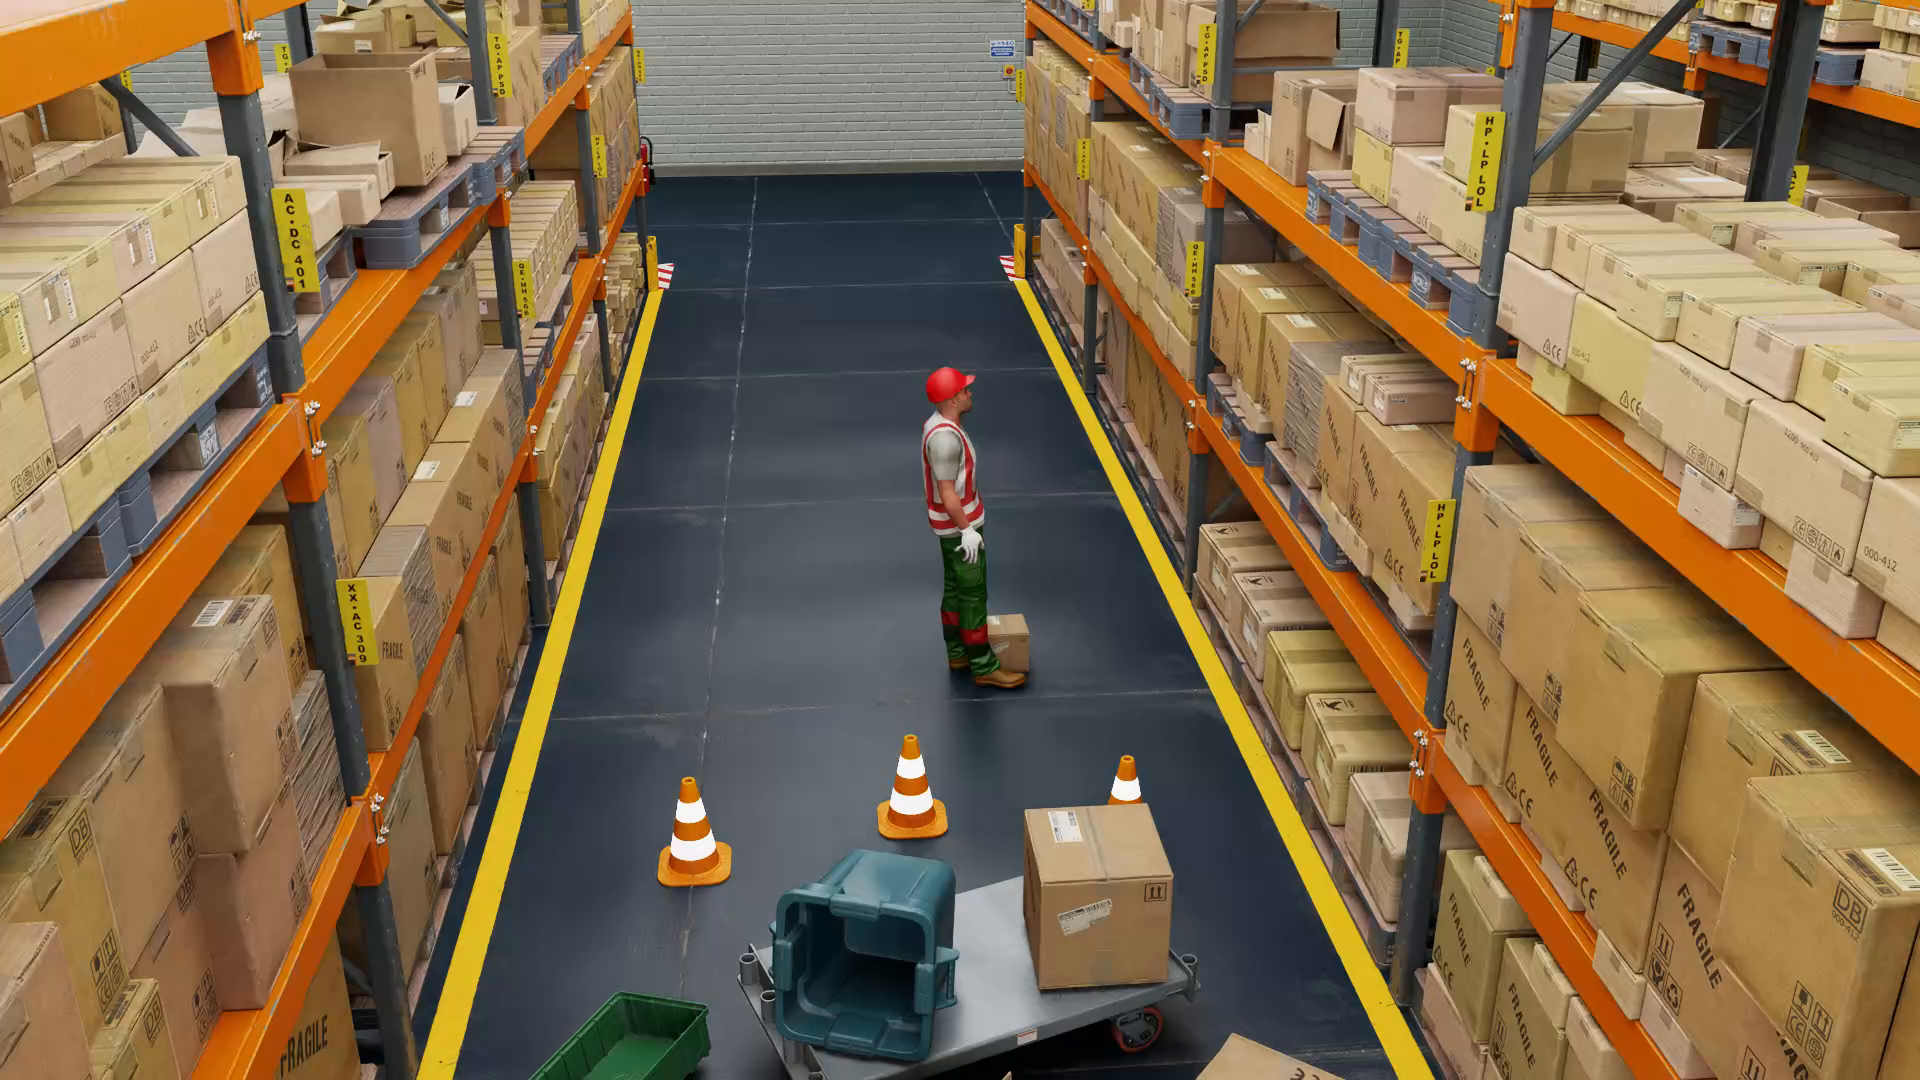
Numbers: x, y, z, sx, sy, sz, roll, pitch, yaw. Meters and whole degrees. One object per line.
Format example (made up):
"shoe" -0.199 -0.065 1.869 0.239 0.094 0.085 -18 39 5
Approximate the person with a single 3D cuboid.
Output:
"person" 0.070 -0.091 9.257 0.562 1.789 0.638 -2 24 -5
